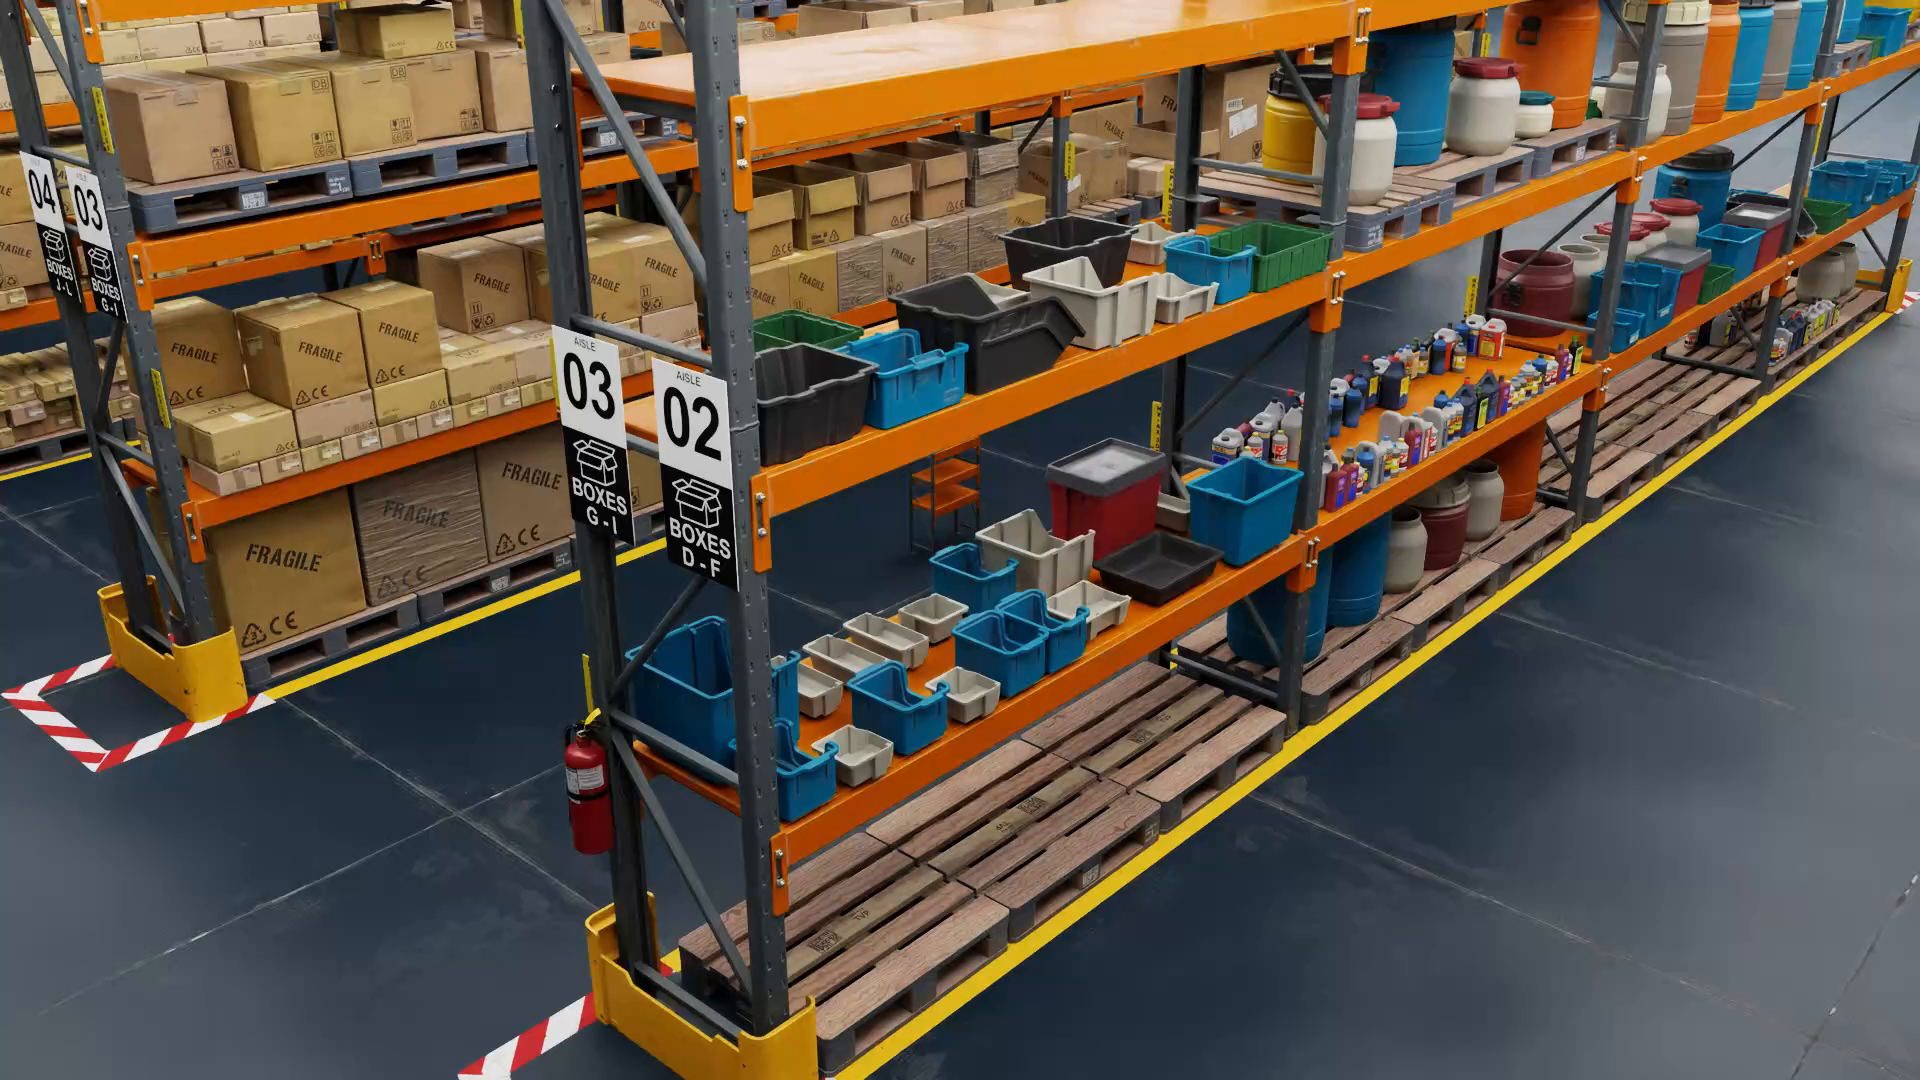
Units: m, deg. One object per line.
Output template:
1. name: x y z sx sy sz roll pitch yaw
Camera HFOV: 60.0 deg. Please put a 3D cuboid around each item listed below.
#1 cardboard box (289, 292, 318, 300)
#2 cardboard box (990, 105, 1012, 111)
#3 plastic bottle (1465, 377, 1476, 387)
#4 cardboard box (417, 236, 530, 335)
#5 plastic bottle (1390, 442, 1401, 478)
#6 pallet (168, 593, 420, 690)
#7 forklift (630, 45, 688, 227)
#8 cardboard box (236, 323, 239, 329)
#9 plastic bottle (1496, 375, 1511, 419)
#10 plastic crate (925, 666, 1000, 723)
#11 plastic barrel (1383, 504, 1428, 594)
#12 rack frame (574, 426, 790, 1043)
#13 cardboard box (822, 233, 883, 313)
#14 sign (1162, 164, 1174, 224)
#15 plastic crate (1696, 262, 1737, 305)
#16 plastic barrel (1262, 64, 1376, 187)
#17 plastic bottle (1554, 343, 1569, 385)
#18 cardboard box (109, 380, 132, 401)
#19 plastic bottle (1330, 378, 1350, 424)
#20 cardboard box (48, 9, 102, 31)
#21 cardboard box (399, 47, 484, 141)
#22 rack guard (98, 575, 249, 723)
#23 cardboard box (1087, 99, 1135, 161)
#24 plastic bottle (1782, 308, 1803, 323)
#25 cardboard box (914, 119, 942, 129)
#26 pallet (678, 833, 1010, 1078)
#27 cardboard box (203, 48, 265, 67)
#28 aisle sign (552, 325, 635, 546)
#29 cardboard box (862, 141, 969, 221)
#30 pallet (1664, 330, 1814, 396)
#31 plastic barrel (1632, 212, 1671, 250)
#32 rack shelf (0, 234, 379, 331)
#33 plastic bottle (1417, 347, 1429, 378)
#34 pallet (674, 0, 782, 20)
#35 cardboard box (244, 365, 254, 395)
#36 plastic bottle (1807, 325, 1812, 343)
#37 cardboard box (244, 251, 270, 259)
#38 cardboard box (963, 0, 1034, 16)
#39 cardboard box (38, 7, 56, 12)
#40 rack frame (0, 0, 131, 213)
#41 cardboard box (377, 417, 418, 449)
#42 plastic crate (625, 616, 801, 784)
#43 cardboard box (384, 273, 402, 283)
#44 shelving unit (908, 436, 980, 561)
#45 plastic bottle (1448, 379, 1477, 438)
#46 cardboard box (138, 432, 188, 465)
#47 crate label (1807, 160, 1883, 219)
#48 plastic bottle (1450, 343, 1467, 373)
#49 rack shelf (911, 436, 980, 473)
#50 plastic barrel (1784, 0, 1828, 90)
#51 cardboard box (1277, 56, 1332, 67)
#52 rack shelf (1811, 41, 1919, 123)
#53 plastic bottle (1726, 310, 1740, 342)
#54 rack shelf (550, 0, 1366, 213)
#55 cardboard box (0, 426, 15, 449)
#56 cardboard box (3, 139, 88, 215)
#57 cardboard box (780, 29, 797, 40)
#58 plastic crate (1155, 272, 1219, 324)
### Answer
1. cardboard box: -6.138 -2.215 15.739 0.380 0.149 0.250 22 32 40
2. cardboard box: 0.173 -5.896 21.522 0.875 0.550 0.550 20 31 38
3. plastic bottle: 3.284 -0.924 10.759 0.061 0.283 0.133 20 31 38
4. cardboard box: -3.316 -1.742 11.342 0.500 0.500 0.500 19 30 36
5. plastic bottle: 2.560 -0.479 9.866 0.097 0.201 0.097 0 24 0
6. pallet: -4.322 0.510 10.826 1.003 0.211 1.213 20 31 38
7. forklift: -2.592 -3.265 15.922 1.130 2.935 3.031 -1 24 -2
8. cardboard box: -6.331 -1.860 14.947 0.380 0.149 0.250 21 32 39
9. plastic bottle: 3.515 -0.941 10.796 0.061 0.283 0.133 20 31 38
10. plastic crate: 0.029 0.681 7.285 0.250 0.136 0.298 20 31 38
11. plastic barrel: 2.852 0.056 10.959 0.421 0.512 0.421 0 24 0
12. rack frame: -1.109 0.855 6.648 1.000 3.000 0.127 20 31 38
13. cardboard box: -0.965 -2.139 13.204 0.500 0.500 0.500 19 31 36
14. sign: 1.152 -1.887 9.087 0.100 0.325 0.005 20 31 38
15. plastic crate: 5.948 -2.097 13.490 0.450 0.188 0.662 20 31 38
16. plastic barrel: 2.019 -2.343 9.371 0.600 0.588 0.600 0 24 0
17. plastic bottle: 4.124 -1.219 11.416 0.061 0.283 0.133 20 31 38
18. cardboard box: -7.202 -1.321 14.108 0.380 0.149 0.250 18 30 35
19. plastic bottle: 2.408 -0.892 10.696 0.152 0.276 0.135 20 31 38
20. cardboard box: -6.979 -4.094 13.105 0.380 0.149 0.250 21 32 39
21. cardboard box: -3.422 -2.830 10.442 0.700 0.500 0.500 22 32 40
22. rack guard: -4.813 0.651 10.159 1.175 0.500 0.348 20 31 38
23. cardboard box: 1.851 -5.755 23.473 0.875 0.875 0.875 20 31 38
24. plastic bottle: 8.030 -2.111 16.055 0.152 0.276 0.135 20 31 38
25. cardboard box: -0.564 -5.352 20.370 0.500 0.500 0.500 20 31 37
26. pallet: -0.530 1.887 7.755 1.003 0.211 1.213 20 31 38
27. cardboard box: -6.222 -4.029 14.058 0.500 0.250 0.500 20 31 37
28. aisle sign: -1.375 -0.389 6.245 0.394 0.787 0.004 20 31 38
29. cardboard box: -0.395 -3.022 13.946 0.797 0.503 0.637 21 32 39
30. pallet: 7.379 -1.722 15.803 1.003 0.211 1.213 20 31 38
31. plastic barrel: 5.608 -2.408 13.759 0.433 0.535 0.433 0 24 0
32. rack shelf: -7.089 -2.164 14.259 1.077 0.370 4.000 20 31 38
33. plastic bottle: 3.205 -1.239 11.560 0.097 0.201 0.097 0 24 0
34. pallet: -2.694 -5.813 18.084 1.213 0.211 1.003 22 32 40
35. cardboard box: -4.333 -0.939 10.469 0.500 0.250 0.500 19 31 37
36. plastic bottle: 8.080 -1.995 15.887 0.097 0.201 0.097 0 24 0
37. cardboard box: -6.307 -2.602 14.666 0.380 0.149 0.250 19 30 36
38. cardboard box: 0.188 -4.337 13.921 0.637 0.503 0.797 -22 32 -40
39. cardboard box: -7.377 -4.237 13.423 0.380 0.149 0.250 19 30 36
40. rack frame: -4.797 -3.235 8.437 1.000 3.000 0.127 20 31 38
41. cardboard box: -3.630 -0.714 10.455 0.380 0.149 0.250 19 31 37
42. plastic crate: -1.025 0.659 6.969 0.616 0.435 0.499 20 31 38
43. cardboard box: -5.448 -2.446 16.553 0.500 0.500 0.500 19 31 37
44. shelving unit: -0.110 -0.497 11.863 0.258 1.200 0.503 20 31 38
45. plastic bottle: 3.166 -0.838 10.484 0.144 0.351 0.185 20 31 38
46. cardboard box: -4.805 -0.581 10.158 0.380 0.149 0.250 21 32 38
47. crate label: 8.542 -3.401 16.097 0.502 0.435 0.616 20 31 38
48. plastic bottle: 3.497 -1.279 11.650 0.097 0.201 0.097 0 24 0
49. rack shelf: -0.110 -0.640 11.799 0.258 0.148 0.480 20 31 38
50. plastic barrel: 6.722 -4.184 13.608 0.600 0.901 0.708 20 31 38
51. cardboard box: 3.701 -4.859 17.683 0.500 0.500 0.500 20 31 38
52. rack shelf: 8.235 -4.451 15.694 1.077 0.370 4.000 20 31 38
53. plastic bottle: 7.370 -2.060 15.940 0.152 0.276 0.135 20 31 38
54. rack shelf: 0.226 -1.981 7.008 1.077 0.370 4.000 20 31 38
55. cardboard box: -7.836 -0.845 13.412 0.380 0.149 0.250 21 32 39
56. cardboard box: -7.231 -2.892 13.297 0.500 0.500 0.500 19 31 36
57. cardboard box: -2.682 -7.567 24.945 0.500 0.500 0.500 21 31 38
58. plastic crate: 0.995 -1.121 7.710 0.293 0.136 0.466 20 31 38
